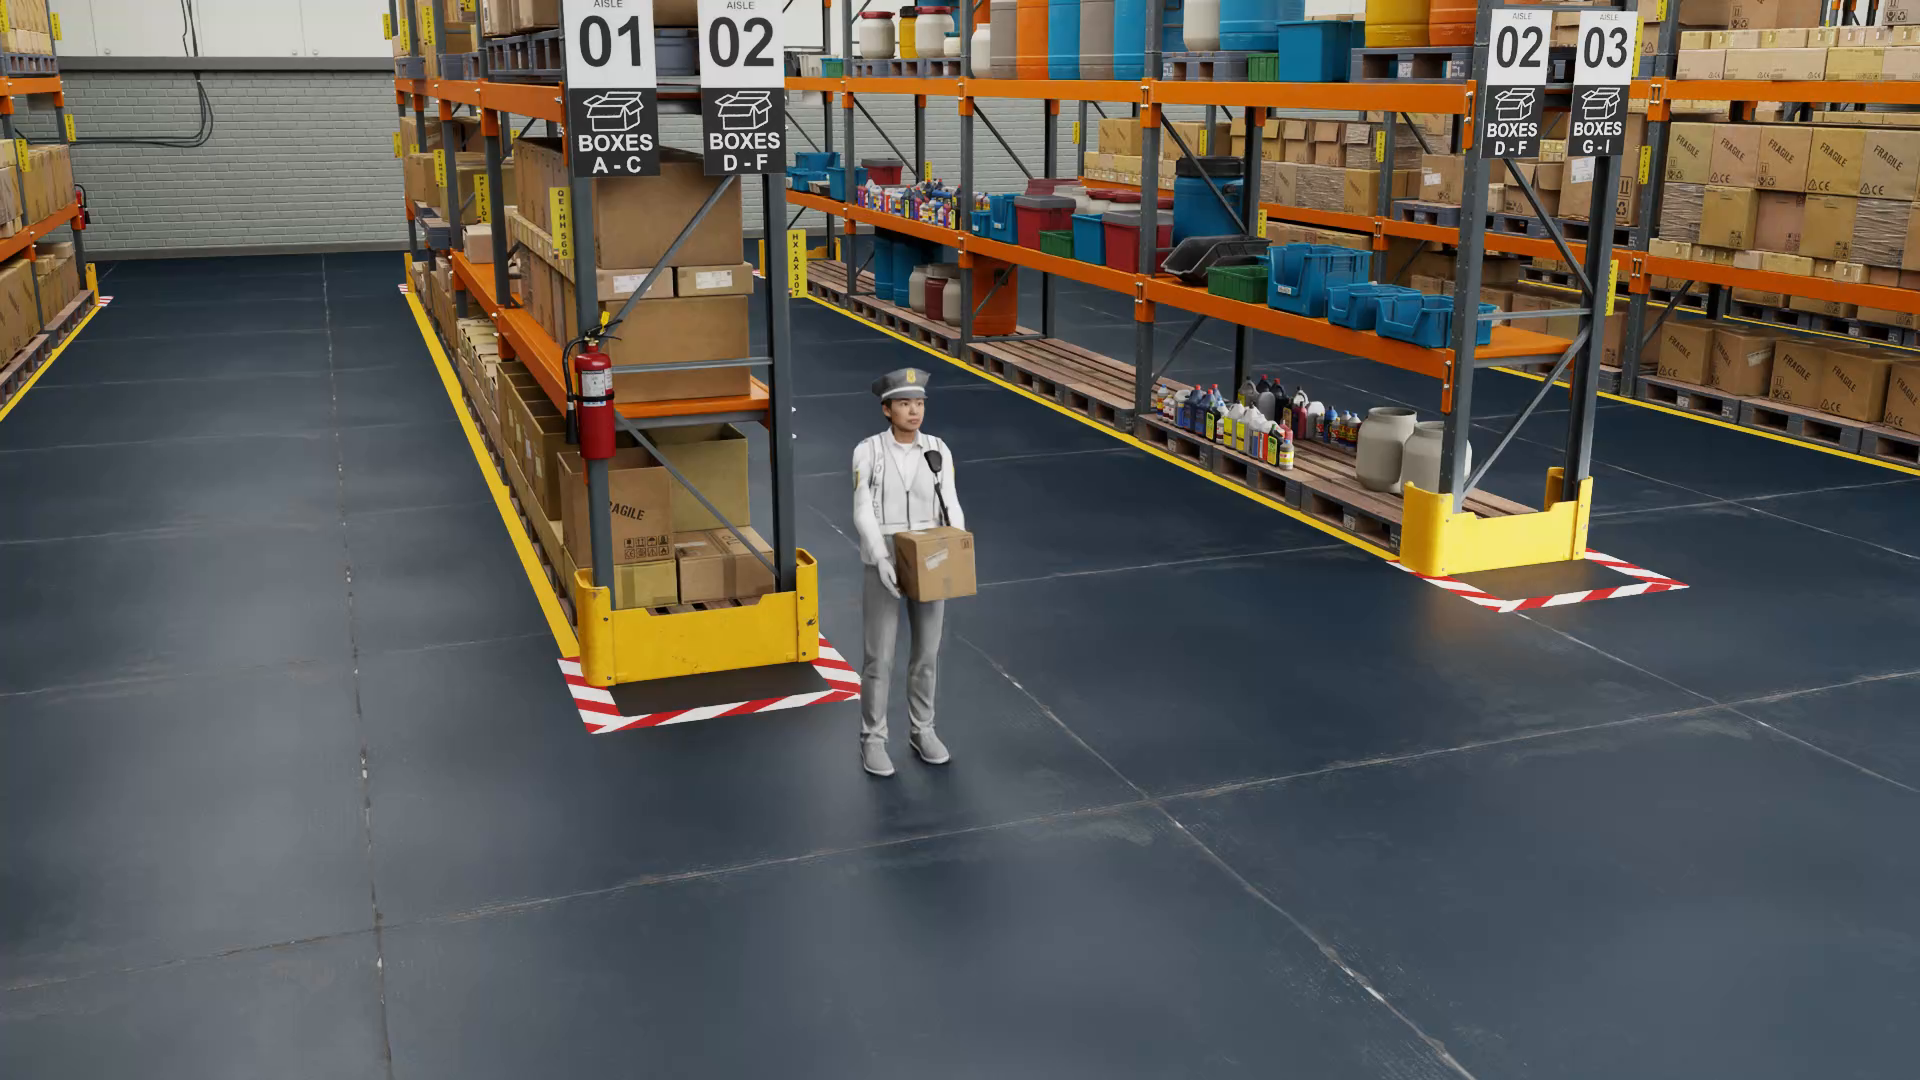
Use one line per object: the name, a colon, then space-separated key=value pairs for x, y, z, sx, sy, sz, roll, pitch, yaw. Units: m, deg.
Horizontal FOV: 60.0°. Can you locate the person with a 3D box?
person: x=-0.209 y=0.129 z=6.997 sx=0.471 sy=1.700 sz=0.543 roll=-5 pitch=16 yaw=-16
